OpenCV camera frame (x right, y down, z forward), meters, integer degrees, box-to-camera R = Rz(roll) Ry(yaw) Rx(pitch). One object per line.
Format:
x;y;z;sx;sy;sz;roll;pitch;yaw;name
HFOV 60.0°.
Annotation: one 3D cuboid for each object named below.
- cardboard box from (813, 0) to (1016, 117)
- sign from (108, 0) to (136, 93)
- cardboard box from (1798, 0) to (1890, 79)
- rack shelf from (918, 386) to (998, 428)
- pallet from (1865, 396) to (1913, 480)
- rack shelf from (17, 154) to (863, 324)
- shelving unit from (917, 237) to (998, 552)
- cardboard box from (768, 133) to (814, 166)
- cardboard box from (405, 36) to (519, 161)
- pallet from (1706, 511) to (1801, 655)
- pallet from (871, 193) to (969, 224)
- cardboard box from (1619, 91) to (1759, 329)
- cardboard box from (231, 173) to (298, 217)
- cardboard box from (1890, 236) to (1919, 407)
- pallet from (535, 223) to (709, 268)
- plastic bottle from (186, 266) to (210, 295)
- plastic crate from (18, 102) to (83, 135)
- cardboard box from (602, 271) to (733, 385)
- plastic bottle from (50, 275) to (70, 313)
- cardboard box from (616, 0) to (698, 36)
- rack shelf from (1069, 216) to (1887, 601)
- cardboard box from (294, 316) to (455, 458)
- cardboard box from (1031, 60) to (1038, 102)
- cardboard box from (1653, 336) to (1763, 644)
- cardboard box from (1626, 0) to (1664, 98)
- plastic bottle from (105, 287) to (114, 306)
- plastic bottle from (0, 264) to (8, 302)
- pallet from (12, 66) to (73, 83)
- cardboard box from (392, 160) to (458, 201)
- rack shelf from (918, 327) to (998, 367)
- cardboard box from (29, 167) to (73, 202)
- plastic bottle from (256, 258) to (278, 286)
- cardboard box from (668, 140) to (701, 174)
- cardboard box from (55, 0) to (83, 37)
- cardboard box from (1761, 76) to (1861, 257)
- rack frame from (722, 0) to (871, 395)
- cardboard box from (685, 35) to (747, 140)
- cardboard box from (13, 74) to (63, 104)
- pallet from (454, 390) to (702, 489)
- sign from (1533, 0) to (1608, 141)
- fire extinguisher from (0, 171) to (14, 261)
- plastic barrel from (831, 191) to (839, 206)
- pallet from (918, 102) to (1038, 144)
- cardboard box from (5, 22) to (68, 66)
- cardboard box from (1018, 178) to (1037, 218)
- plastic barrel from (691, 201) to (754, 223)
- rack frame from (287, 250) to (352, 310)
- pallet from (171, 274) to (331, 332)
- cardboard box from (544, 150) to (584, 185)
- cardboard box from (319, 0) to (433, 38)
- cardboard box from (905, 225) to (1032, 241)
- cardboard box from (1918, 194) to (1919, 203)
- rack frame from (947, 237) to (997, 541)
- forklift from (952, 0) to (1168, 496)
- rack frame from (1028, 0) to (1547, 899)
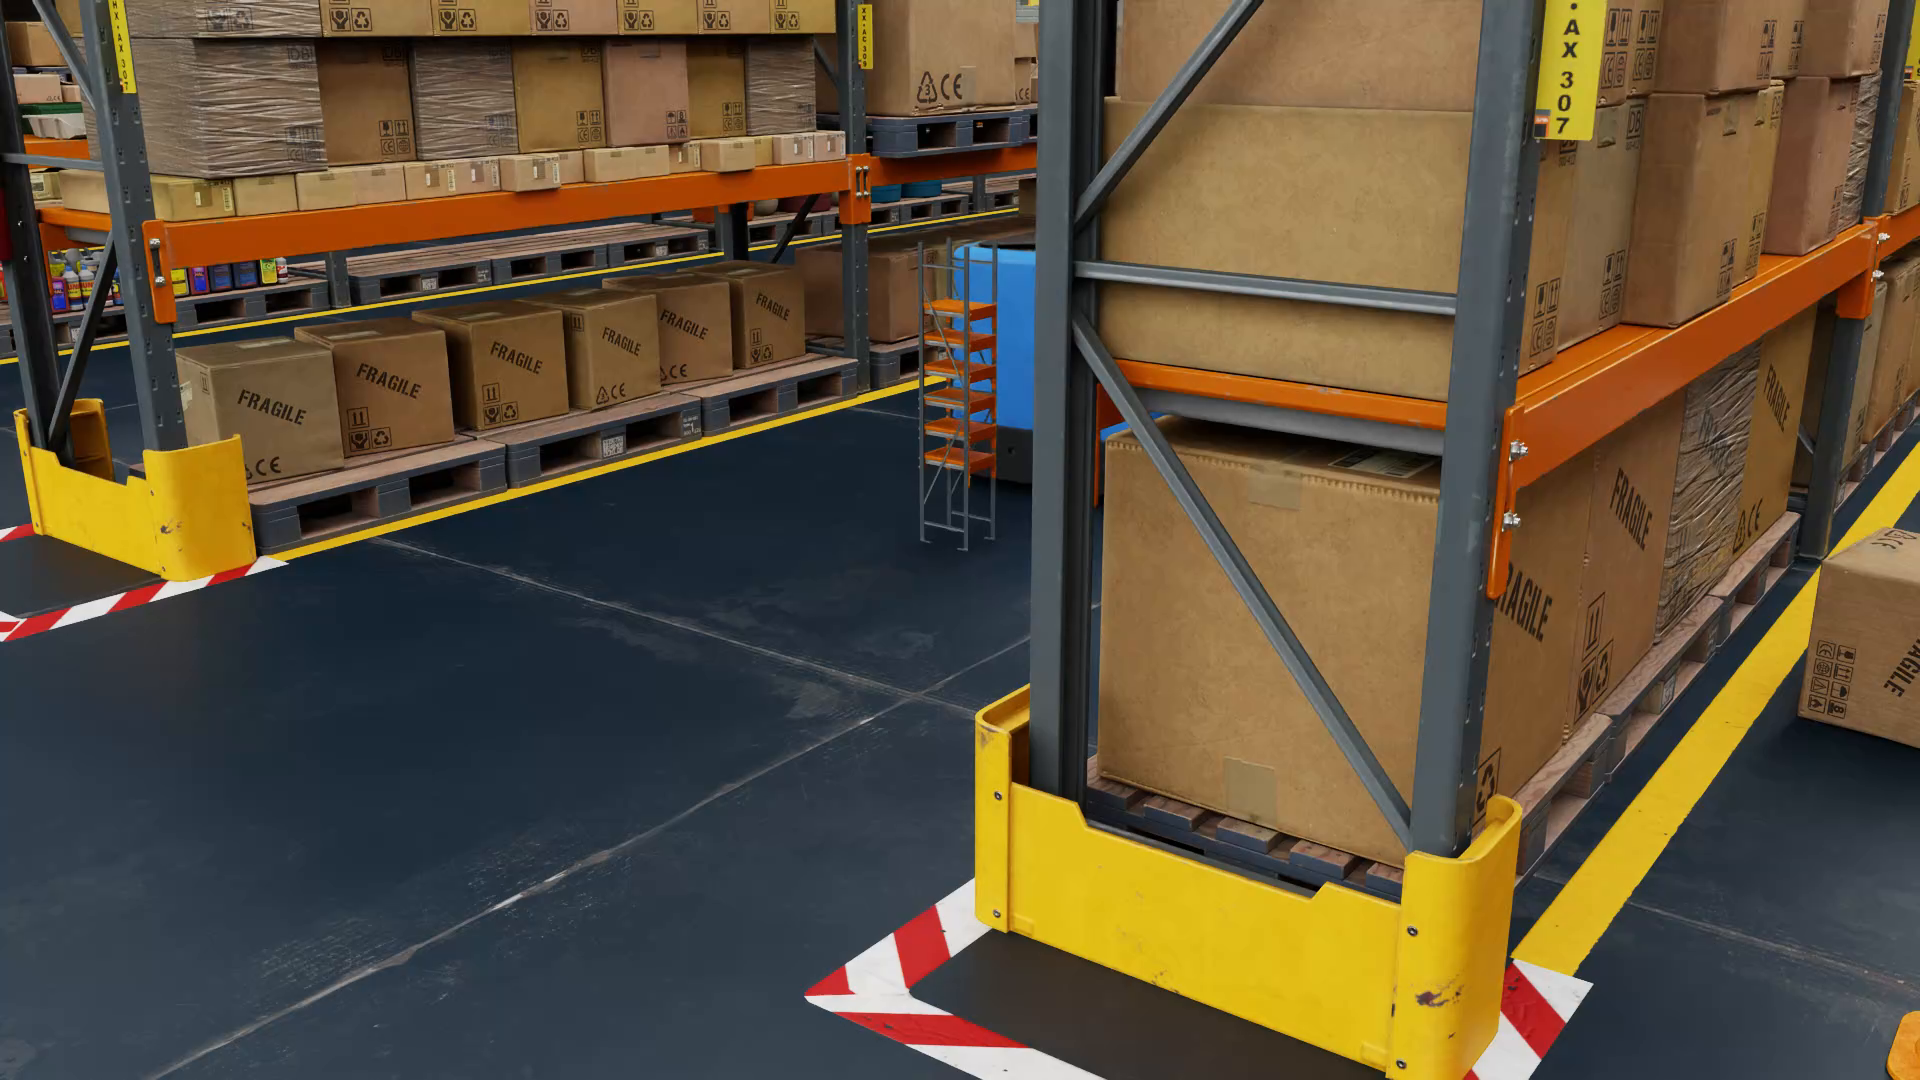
-0.360;-2.998;9.620;1.000;1.000;1.000;13;21;35;cardboard box
-2.893;-1.711;5.737;0.100;0.325;0.005;12;21;35;sign
2.496;-1.800;5.408;0.875;0.550;0.550;12;21;35;cardboard box
-0.009;-0.527;6.568;0.258;0.103;0.180;12;21;35;rack shelf
4.104;-0.603;8.330;1.003;0.211;1.213;12;21;35;pallet
-2.137;-1.527;7.815;1.077;0.370;4.000;12;21;35;rack shelf
-0.009;-0.570;6.555;0.258;1.200;0.189;12;21;35;shelving unit
-0.994;-2.065;8.761;0.380;0.149;0.250;12;21;35;cardboard box
-2.445;-1.961;7.332;0.875;0.500;0.500;12;21;35;cardboard box
2.462;0.053;6.217;1.003;0.211;1.213;12;21;35;pallet
-0.650;-3.619;18.042;1.003;0.211;1.213;12;21;35;pallet
1.524;-0.907;4.355;0.875;0.550;0.550;12;21;35;cardboard box
-2.803;-1.356;6.475;0.380;0.149;0.250;12;21;35;cardboard box
4.408;-1.187;8.593;1.050;0.750;0.750;13;21;36;cardboard box
-3.033;-2.665;14.970;1.003;0.211;1.213;12;21;35;pallet
-5.253;-1.838;11.444;0.061;0.283;0.133;14;22;38;plastic bottle
-5.959;-2.847;11.211;0.450;0.188;0.662;12;21;35;plastic crate
-1.551;-1.127;8.823;0.500;0.500;0.500;-12;21;-33;cardboard box
-5.826;-1.609;10.707;0.061;0.283;0.133;13;21;36;plastic bottle
-1.588;-2.620;7.766;0.500;0.500;0.500;12;21;35;cardboard box
1.786;-0.626;4.915;1.077;0.370;4.000;12;21;35;rack shelf
-2.615;-0.695;7.430;0.500;0.500;0.500;-13;22;-36;cardboard box
0.661;-2.991;10.835;0.396;0.266;0.258;12;21;33;cardboard box
2.013;-0.279;5.459;0.875;0.875;0.875;13;21;35;cardboard box
1.100;-1.309;3.829;0.875;0.550;0.550;12;21;35;cardboard box
-5.653;-1.649;10.971;0.097;0.201;0.097;0;17;0;plastic bottle
-6.392;-1.748;11.167;0.152;0.276;0.135;13;21;35;plastic bottle
-10.835;-5.645;20.187;1.213;0.211;1.003;12;21;35;pallet
-2.355;-1.534;7.050;0.380;0.149;0.250;12;21;35;cardboard box
-0.009;-0.756;6.497;0.258;0.103;0.180;12;21;35;rack shelf
-8.453;-3.308;15.319;0.500;0.311;0.500;13;21;35;cardboard box
-4.945;-1.962;11.841;0.061;0.283;0.133;14;22;37;plastic bottle
-1.505;-1.901;8.231;0.380;0.149;0.250;12;21;35;cardboard box
-3.199;-2.236;6.529;0.500;0.500;0.500;12;21;35;cardboard box
2.458;-1.293;5.595;0.875;0.550;0.550;12;21;35;cardboard box
-0.945;-2.346;9.242;1.000;3.000;0.127;12;21;35;rack frame
-1.589;-2.327;8.510;0.875;0.500;0.500;12;21;35;cardboard box
-8.641;-4.151;15.307;0.500;0.250;0.500;14;22;38;cardboard box
-2.044;-0.557;8.181;1.003;0.211;1.213;12;21;35;pallet
1.037;-0.845;2.814;0.100;0.325;0.005;12;21;35;sign
-3.767;-1.411;6.360;0.296;0.674;0.183;12;21;35;fire extinguisher
-1.324;-3.726;17.170;0.421;0.512;0.421;0;17;0;plastic barrel
0.291;-2.729;10.797;1.003;0.211;1.213;12;21;35;pallet
-11.079;-5.931;19.875;0.700;0.500;0.500;10;20;30;cardboard box
0.755;-2.381;11.561;0.500;0.250;0.500;16;23;41;cardboard box
-2.262;-3.458;15.773;0.600;0.830;0.708;12;21;35;plastic barrel
-4.923;-3.222;12.060;1.000;3.000;0.127;12;21;35;rack frame
-5.357;-1.737;11.983;1.003;0.211;1.213;12;21;35;pallet
-1.953;-1.723;7.657;0.380;0.149;0.250;12;21;35;cardboard box
-2.479;-2.262;6.613;0.500;0.500;0.500;12;21;35;cardboard box
0.070;-1.749;10.791;0.700;0.500;0.500;10;20;30;cardboard box
3.808;-1.692;6.965;0.500;0.500;0.500;13;21;35;cardboard box
0.046;-0.591;6.625;0.240;1.200;0.006;12;21;35;rack frame
1.163;-1.945;8.066;1.130;2.935;3.031;11;20;31;forklift
0.595;-0.493;3.274;1.000;3.000;0.127;12;21;35;rack frame
